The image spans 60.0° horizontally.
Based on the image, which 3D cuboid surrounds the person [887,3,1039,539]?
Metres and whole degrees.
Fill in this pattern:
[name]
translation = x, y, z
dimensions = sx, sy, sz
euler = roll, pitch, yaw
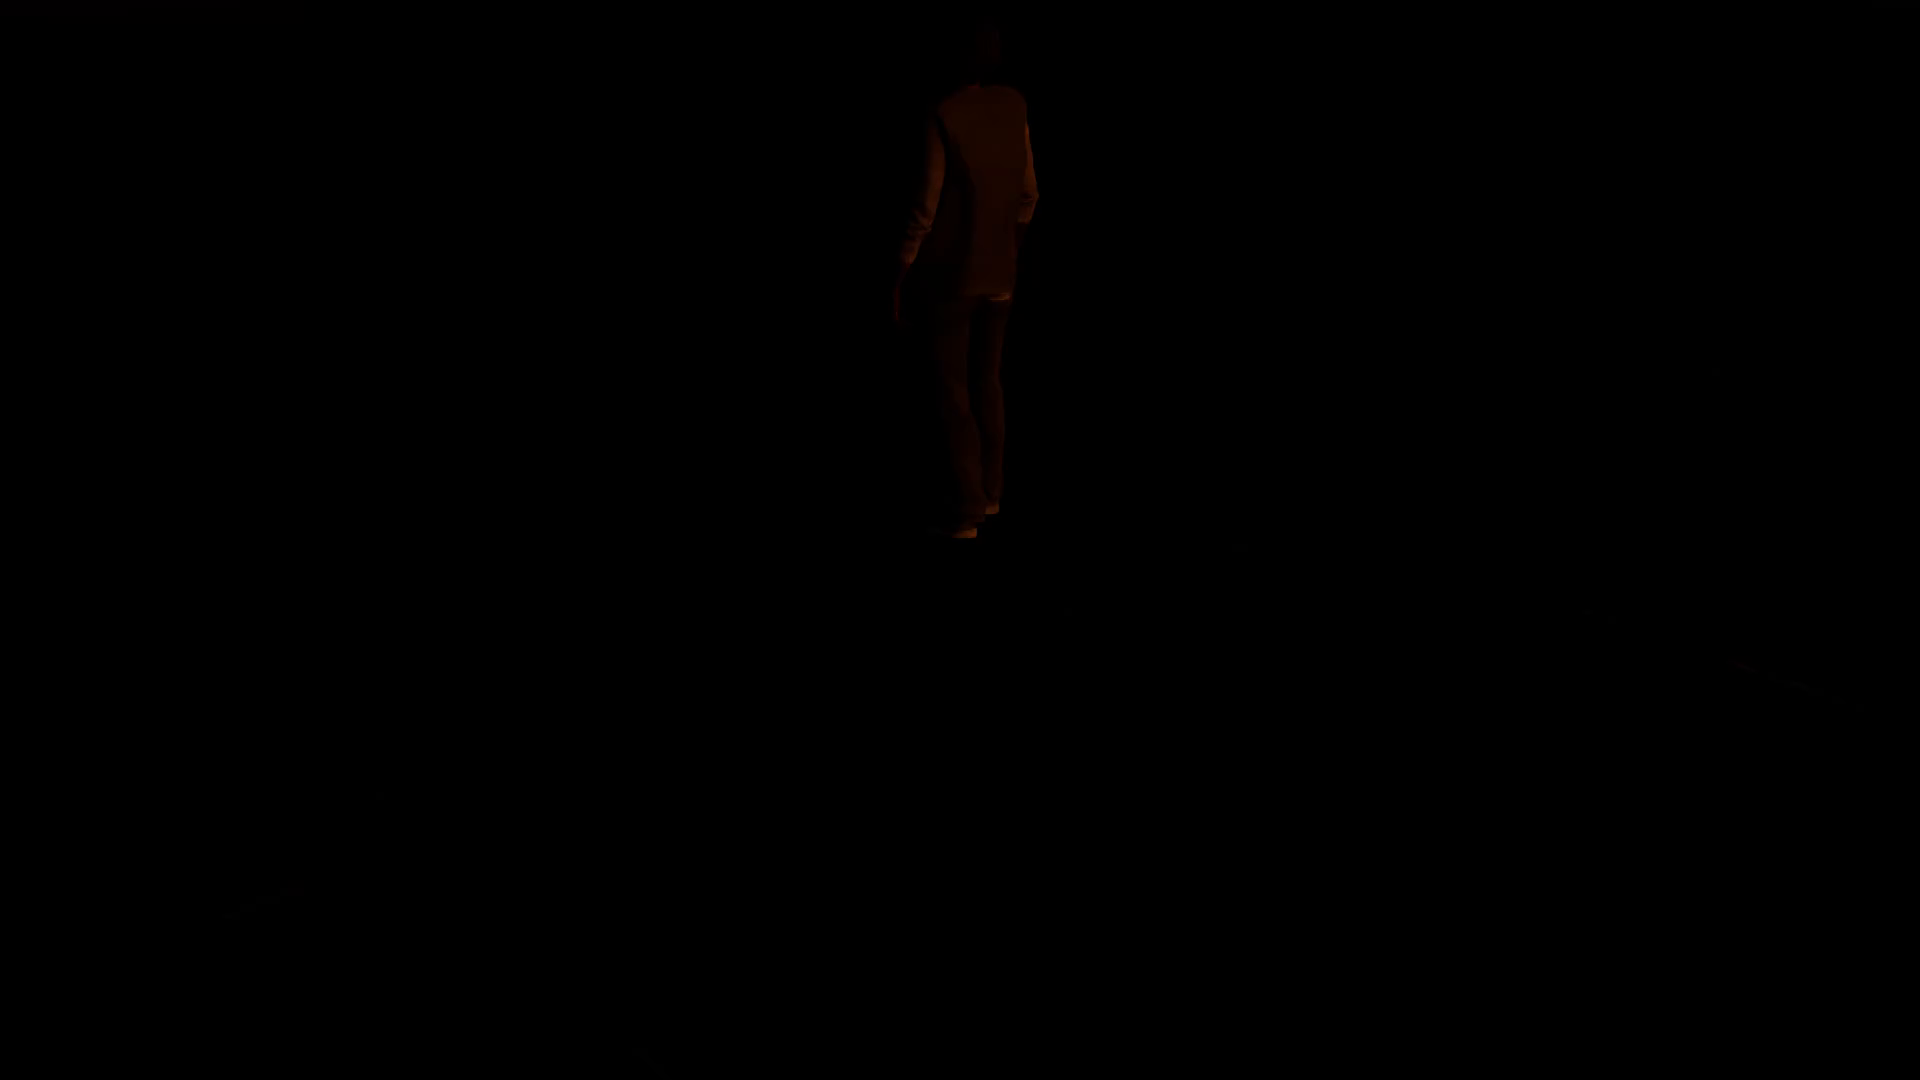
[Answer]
[person]
translation = -0.037, -0.772, 4.953
dimensions = 0.521, 1.597, 0.474
euler = -17, 28, -37
